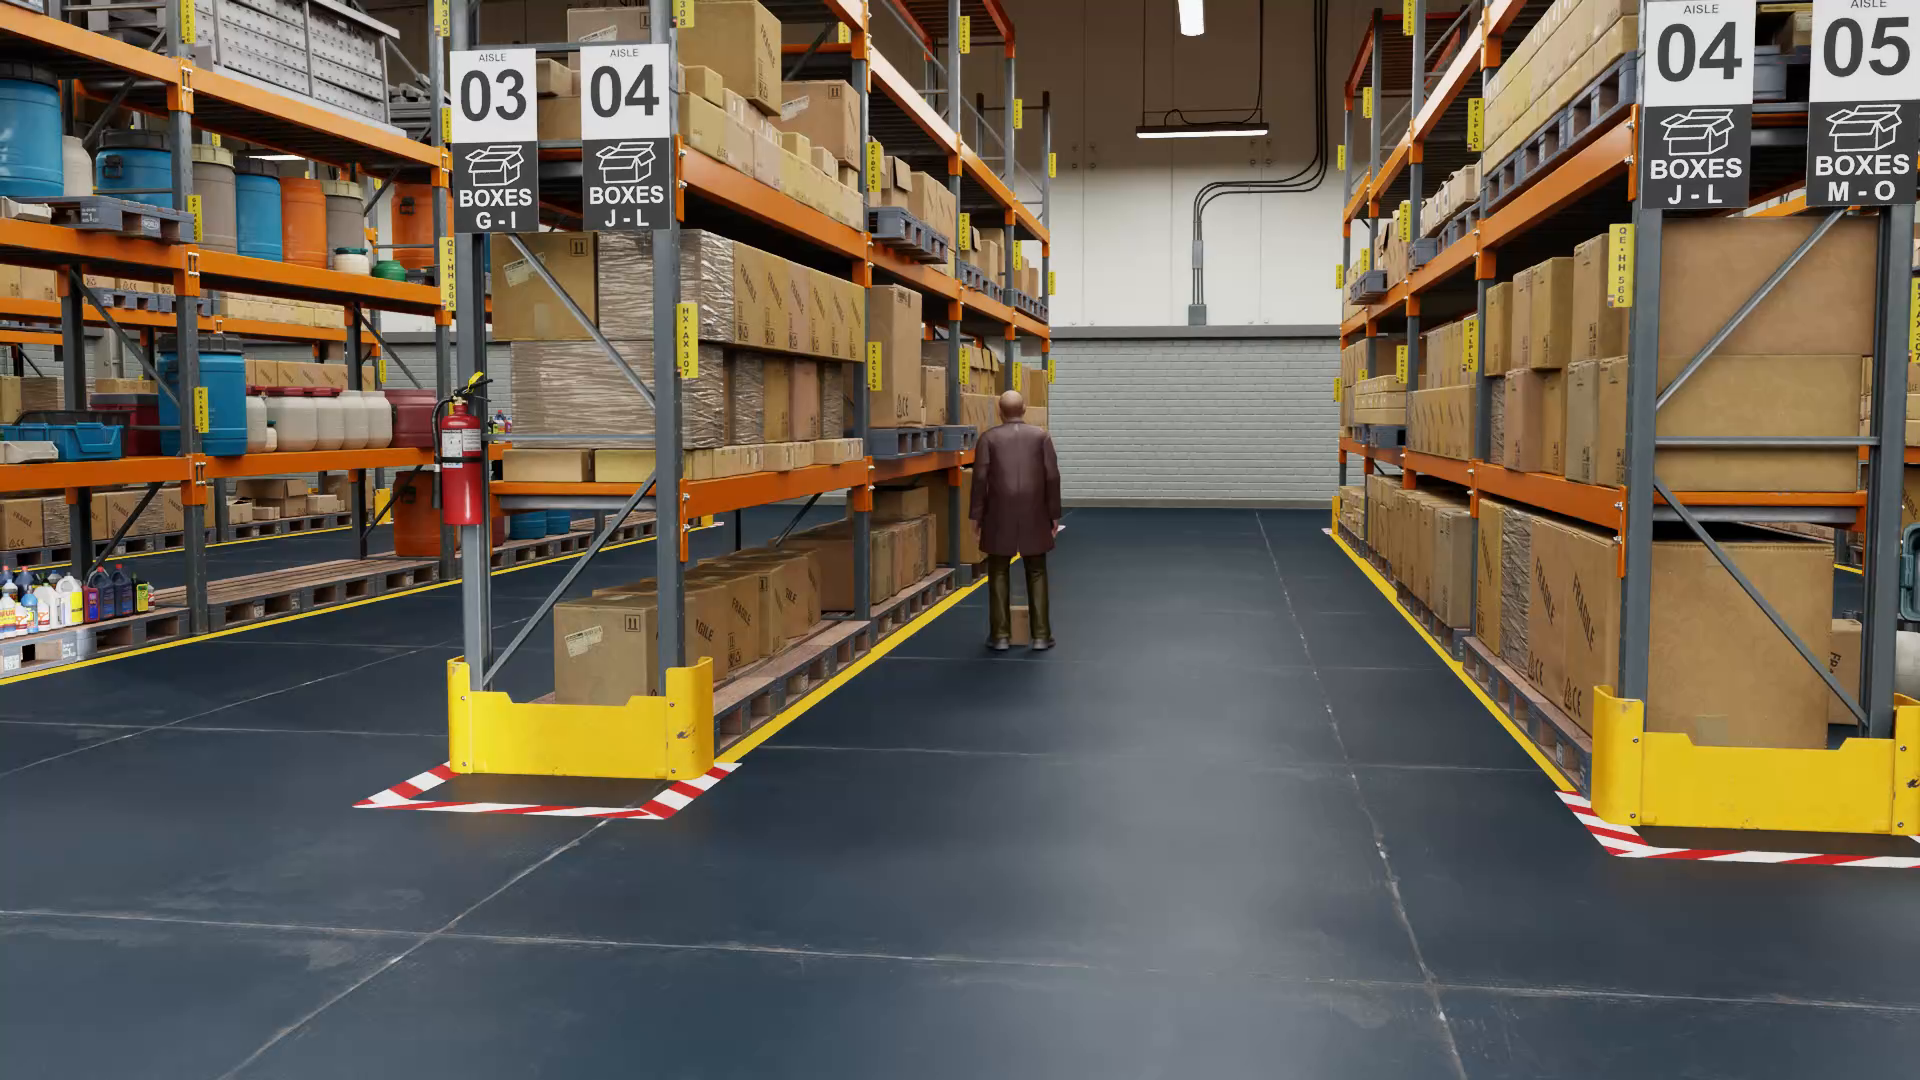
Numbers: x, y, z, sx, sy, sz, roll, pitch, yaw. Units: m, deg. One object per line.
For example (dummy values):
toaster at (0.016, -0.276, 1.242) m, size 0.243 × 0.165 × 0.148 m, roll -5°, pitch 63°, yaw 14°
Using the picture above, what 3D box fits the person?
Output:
person at (0.379, -0.139, 11.425) m, size 0.646 × 1.772 × 0.433 m, roll 0°, pitch 4°, yaw -4°
